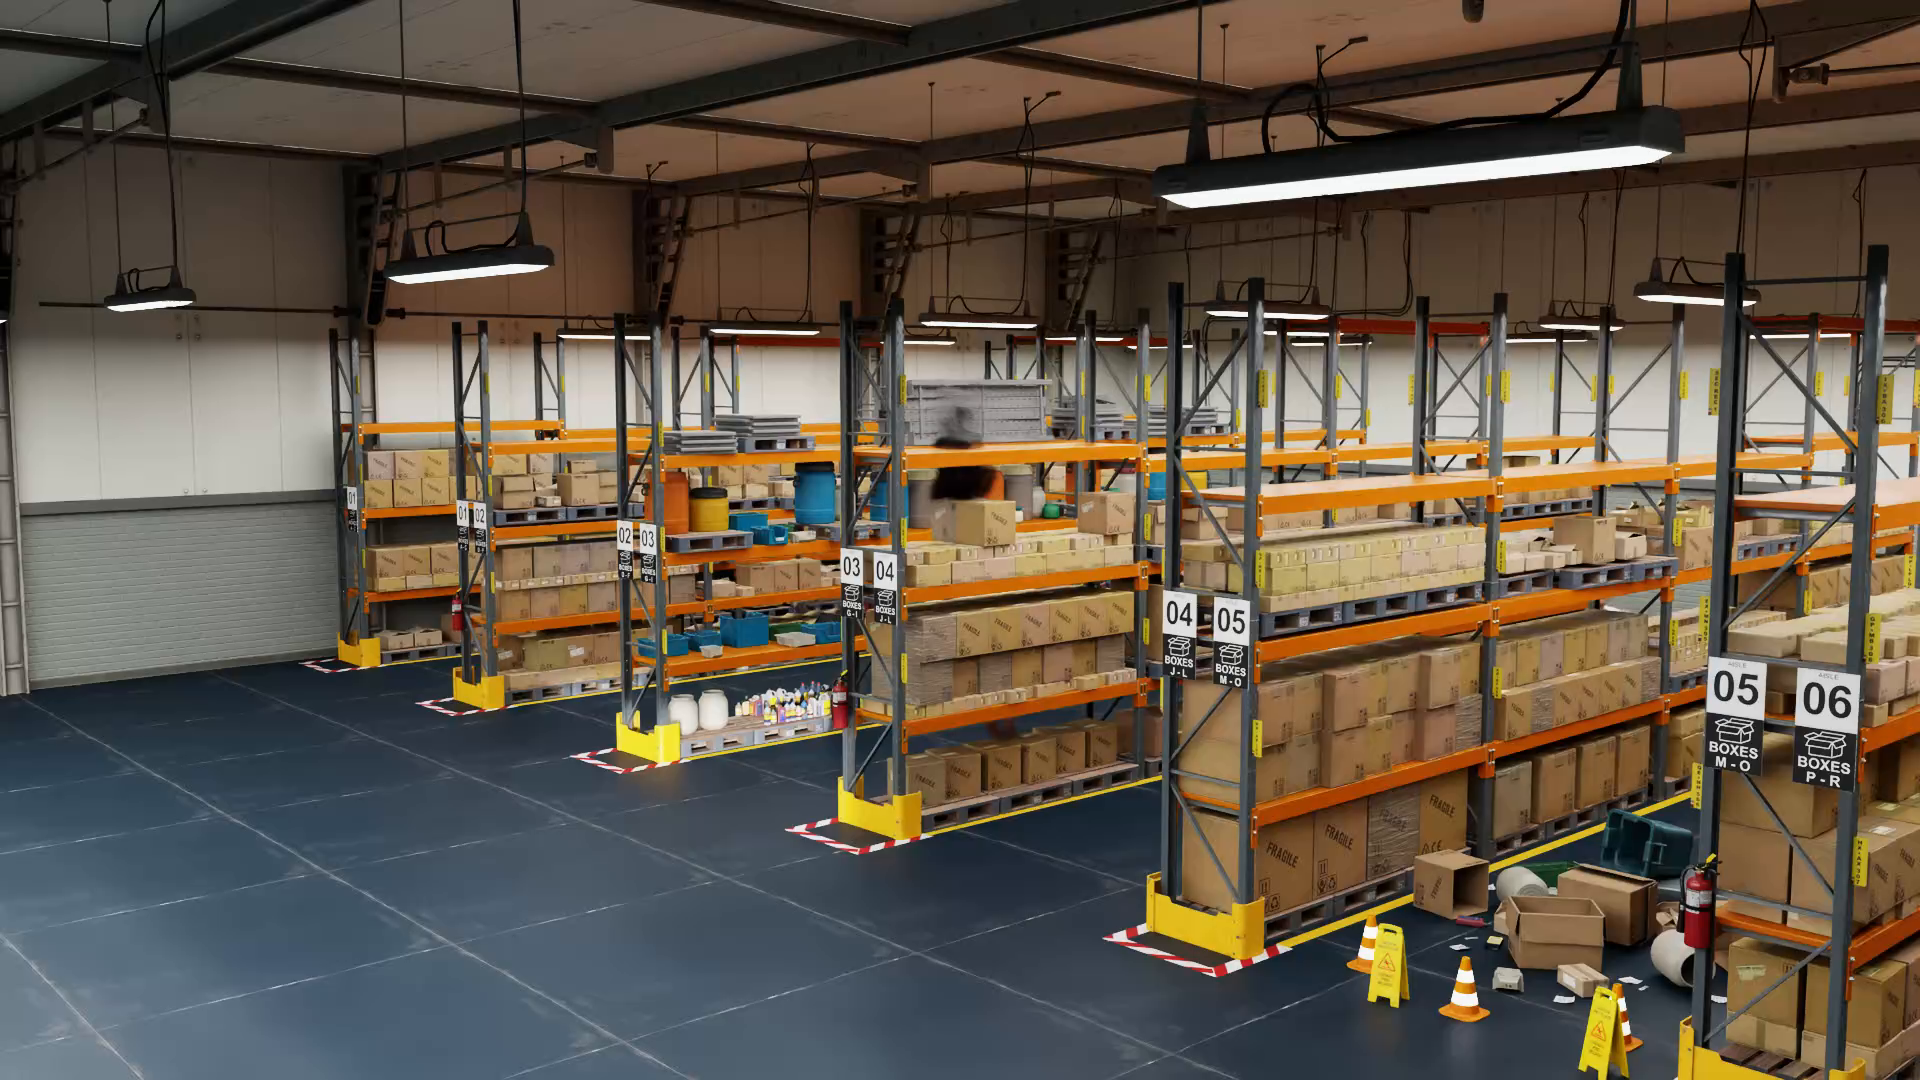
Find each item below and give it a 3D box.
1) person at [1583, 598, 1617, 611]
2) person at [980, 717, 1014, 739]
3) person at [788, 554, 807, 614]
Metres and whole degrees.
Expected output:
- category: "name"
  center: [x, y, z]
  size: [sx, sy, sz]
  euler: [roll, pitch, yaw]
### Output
- category: "person"
  center: [10.195, 1.689, 26.550]
  size: [0.758, 1.751, 0.666]
  euler: [5, 7, 39]
- category: "person"
  center: [0.554, 2.120, 22.364]
  size: [0.563, 1.645, 0.609]
  euler: [5, 7, 39]
- category: "person"
  center: [-3.257, 0.989, 33.297]
  size: [0.644, 1.800, 0.872]
  euler: [4, 7, 38]
